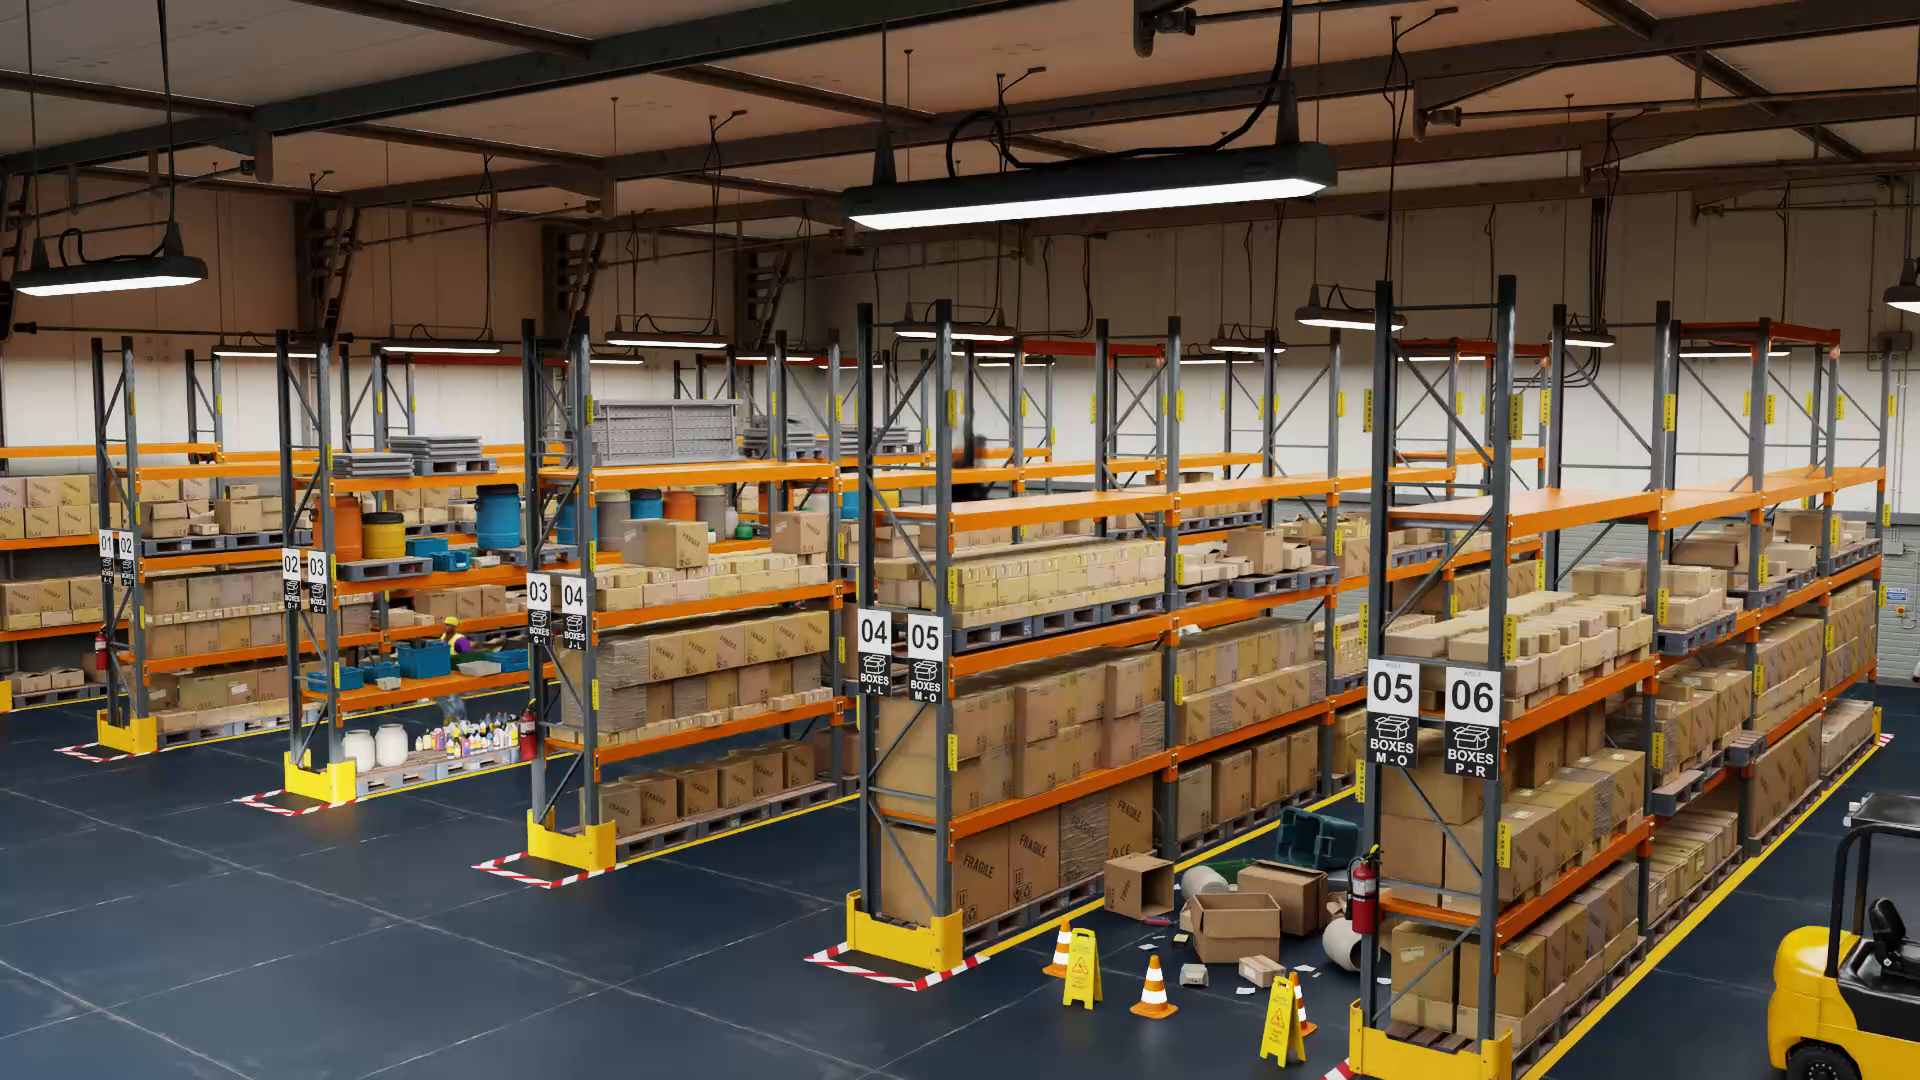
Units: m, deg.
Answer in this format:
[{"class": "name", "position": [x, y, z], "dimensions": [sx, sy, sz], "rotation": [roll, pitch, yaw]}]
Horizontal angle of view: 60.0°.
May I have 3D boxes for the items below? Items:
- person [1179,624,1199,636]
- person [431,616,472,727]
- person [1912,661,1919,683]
[{"class": "person", "position": [3.361, 1.885, 25.308], "dimensions": [0.628, 1.868, 0.836], "rotation": [3, 6, 31]}, {"class": "person", "position": [-7.854, 2.056, 25.673], "dimensions": [0.763, 1.758, 0.592], "rotation": [3, 6, 31]}, {"class": "person", "position": [13.764, 2.227, 23.363], "dimensions": [0.703, 1.743, 0.992], "rotation": [2, 5, 24]}]
